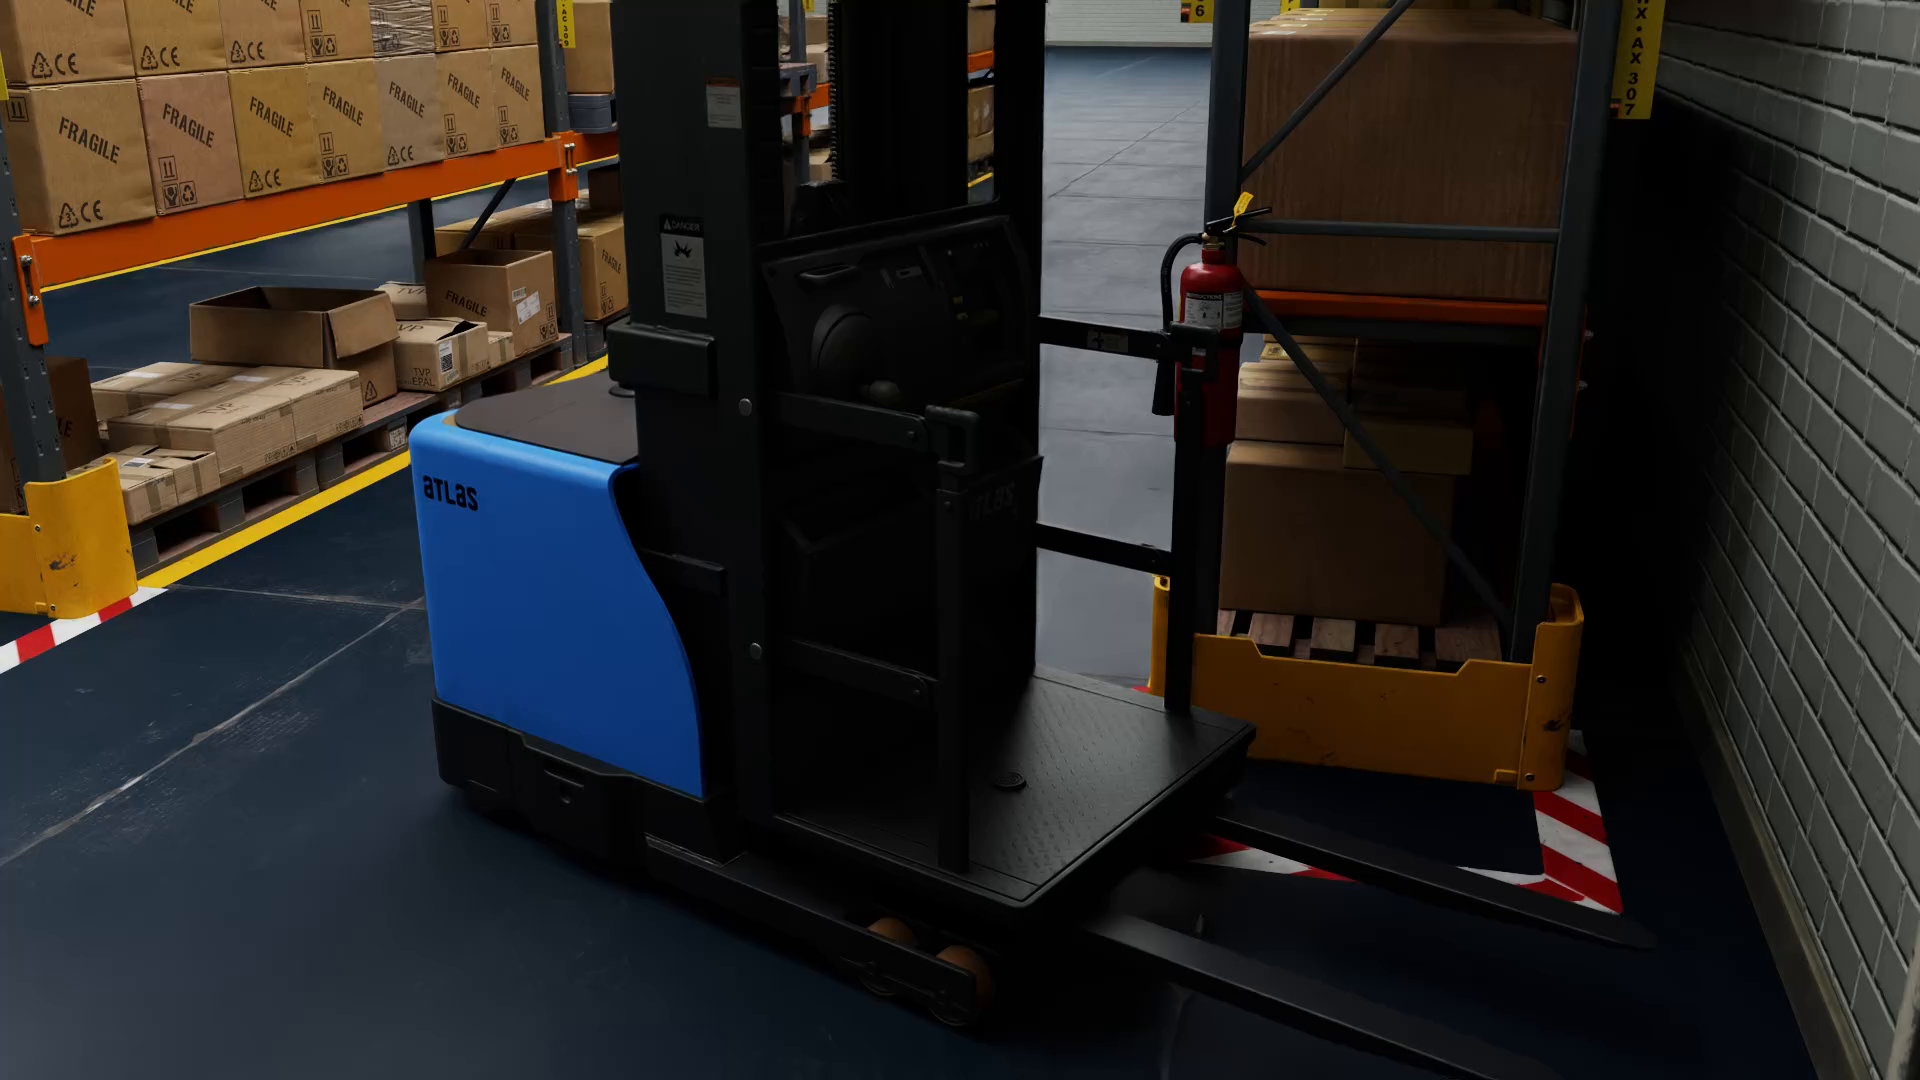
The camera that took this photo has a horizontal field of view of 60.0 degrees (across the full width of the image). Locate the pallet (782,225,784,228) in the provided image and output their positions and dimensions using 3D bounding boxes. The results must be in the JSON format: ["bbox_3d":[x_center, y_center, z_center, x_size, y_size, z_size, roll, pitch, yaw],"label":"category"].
[{"bbox_3d":[-1.452,-2.653,14.129,1.003,0.211,1.213,5,19,13],"label":"pallet"}]

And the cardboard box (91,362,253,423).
[{"bbox_3d":[-3.490,-0.603,7.385,0.500,0.250,0.500,5,19,13],"label":"cardboard box"}]

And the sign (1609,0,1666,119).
[{"bbox_3d":[1.696,-1.222,4.162,0.100,0.325,0.005,5,19,13],"label":"sign"}]

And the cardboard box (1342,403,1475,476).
[{"bbox_3d":[1.397,-0.316,5.185,0.380,0.149,0.250,5,19,14],"label":"cardboard box"}]

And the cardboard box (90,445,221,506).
[{"bbox_3d":[-3.149,-0.260,6.512,0.380,0.166,0.250,5,19,13],"label":"cardboard box"}]

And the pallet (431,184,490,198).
[{"bbox_3d":[-5.670,-3.795,17.472,1.003,0.211,1.213,5,19,13],"label":"pallet"}]

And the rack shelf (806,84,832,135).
[{"bbox_3d":[-1.202,-4.004,14.884,1.077,0.370,4.000,5,19,13],"label":"rack shelf"}]

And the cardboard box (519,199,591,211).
[{"bbox_3d":[-2.574,-1.978,11.025,0.500,0.500,0.500,5,19,14],"label":"cardboard box"}]

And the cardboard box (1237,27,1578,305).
[{"bbox_3d":[1.274,-1.123,4.871,0.980,0.700,0.700,6,20,16],"label":"cardboard box"}]

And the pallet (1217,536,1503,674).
[{"bbox_3d":[1.279,0.242,5.652,1.003,0.211,1.213,5,19,13],"label":"pallet"}]

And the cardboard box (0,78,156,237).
[{"bbox_3d":[-3.281,-1.376,5.921,0.500,0.500,0.500,5,20,15],"label":"cardboard box"}]

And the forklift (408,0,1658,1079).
[{"bbox_3d":[0.057,-0.529,3.702,3.031,2.935,1.130,13,23,33],"label":"forklift"}]

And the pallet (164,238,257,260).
[{"bbox_3d":[-6.645,-2.540,13.798,1.003,0.211,1.213,5,19,13],"label":"pallet"}]

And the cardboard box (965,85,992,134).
[{"bbox_3d":[0.068,-4.815,18.588,0.500,0.500,0.500,5,19,13],"label":"cardboard box"}]

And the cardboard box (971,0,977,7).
[{"bbox_3d":[-0.022,-5.959,18.334,0.380,0.149,0.250,4,19,13],"label":"cardboard box"}]

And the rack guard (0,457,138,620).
[{"bbox_3d":[-3.627,-0.051,6.065,1.175,0.500,0.348,5,19,13],"label":"rack guard"}]

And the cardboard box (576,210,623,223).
[{"bbox_3d":[-2.194,-1.790,10.474,0.500,0.500,0.500,5,19,14],"label":"cardboard box"}]

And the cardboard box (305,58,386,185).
[{"bbox_3d":[-2.911,-1.852,7.314,0.500,0.500,0.500,5,19,14],"label":"cardboard box"}]

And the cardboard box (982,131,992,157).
[{"bbox_3d":[0.065,-4.460,18.710,0.500,0.250,0.500,5,19,13],"label":"cardboard box"}]

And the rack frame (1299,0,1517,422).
[{"bbox_3d":[2.136,-2.074,8.120,1.000,3.000,0.127,5,19,13],"label":"rack frame"}]

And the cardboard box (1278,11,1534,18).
[{"bbox_3d":[1.804,-1.819,6.908,0.980,0.700,0.700,4,19,12],"label":"cardboard box"}]

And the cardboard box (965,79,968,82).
[{"bbox_3d":[-0.203,-5.170,19.629,0.500,0.500,0.500,5,19,13],"label":"cardboard box"}]

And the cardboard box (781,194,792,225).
[{"bbox_3d":[-1.278,-2.756,13.721,0.500,0.250,0.500,5,19,13],"label":"cardboard box"}]

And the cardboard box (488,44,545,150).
[{"bbox_3d":[-2.541,-2.335,8.727,0.500,0.500,0.500,5,19,14],"label":"cardboard box"}]

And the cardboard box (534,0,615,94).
[{"bbox_3d":[-2.335,-2.841,9.560,0.700,0.500,0.500,-2,19,-5],"label":"cardboard box"}]

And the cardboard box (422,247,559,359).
[{"bbox_3d":[-2.532,-1.289,9.006,0.500,0.500,0.500,5,19,13],"label":"cardboard box"}]

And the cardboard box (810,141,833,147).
[{"bbox_3d":[-1.031,-3.347,14.582,0.500,0.311,0.500,4,19,12],"label":"cardboard box"}]

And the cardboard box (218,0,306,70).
[{"bbox_3d":[-3.034,-2.170,6.699,0.500,0.500,0.500,5,19,14],"label":"cardboard box"}]

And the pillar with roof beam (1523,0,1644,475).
[{"bbox_3d":[-1.370,-4.965,7.303,9.100,9.000,0.400,5,19,13],"label":"pillar with roof beam"}]

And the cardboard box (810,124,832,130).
[{"bbox_3d":[-1.183,-3.868,16.109,0.500,0.311,0.500,4,19,13],"label":"cardboard box"}]

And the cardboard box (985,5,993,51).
[{"bbox_3d":[0.014,-5.962,19.349,0.700,0.500,0.500,5,20,15],"label":"cardboard box"}]

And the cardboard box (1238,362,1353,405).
[{"bbox_3d":[1.150,-0.505,5.740,0.380,0.149,0.250,5,20,15],"label":"cardboard box"}]

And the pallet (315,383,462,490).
[{"bbox_3d":[-3.133,-0.546,7.959,1.003,0.211,1.213,5,19,13],"label":"pallet"}]

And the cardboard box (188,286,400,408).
[{"bbox_3d":[-3.122,-0.902,7.869,0.797,0.503,0.637,5,19,13],"label":"cardboard box"}]

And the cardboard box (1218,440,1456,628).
[{"bbox_3d":[1.233,-0.064,5.451,0.700,0.500,0.500,5,19,13],"label":"cardboard box"}]

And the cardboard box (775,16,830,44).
[{"bbox_3d":[-1.297,-4.292,14.459,0.500,0.500,0.500,4,19,10],"label":"cardboard box"}]

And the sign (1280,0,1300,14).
[{"bbox_3d":[1.608,-2.624,8.062,0.100,0.325,0.005,5,19,13],"label":"sign"}]

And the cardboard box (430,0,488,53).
[{"bbox_3d":[-2.663,-2.645,8.089,0.500,0.500,0.500,4,19,12],"label":"cardboard box"}]

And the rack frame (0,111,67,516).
[{"bbox_3d":[-3.645,-1.210,5.591,1.000,3.000,0.127,5,19,13],"label":"rack frame"}]

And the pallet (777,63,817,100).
[{"bbox_3d":[-1.788,-3.409,12.325,1.213,0.211,1.003,5,19,13],"label":"pallet"}]

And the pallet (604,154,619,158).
[{"bbox_3d":[-4.715,-5.016,21.048,1.003,0.211,1.213,5,19,13],"label":"pallet"}]

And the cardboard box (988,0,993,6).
[{"bbox_3d":[0.167,-6.204,19.052,0.380,0.149,0.250,5,19,14],"label":"cardboard box"}]

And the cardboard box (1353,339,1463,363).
[{"bbox_3d":[1.643,-0.633,6.113,0.380,0.149,0.250,5,19,14],"label":"cardboard box"}]

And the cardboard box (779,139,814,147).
[{"bbox_3d":[-1.555,-3.386,14.696,0.500,0.311,0.500,5,19,13],"label":"cardboard box"}]
